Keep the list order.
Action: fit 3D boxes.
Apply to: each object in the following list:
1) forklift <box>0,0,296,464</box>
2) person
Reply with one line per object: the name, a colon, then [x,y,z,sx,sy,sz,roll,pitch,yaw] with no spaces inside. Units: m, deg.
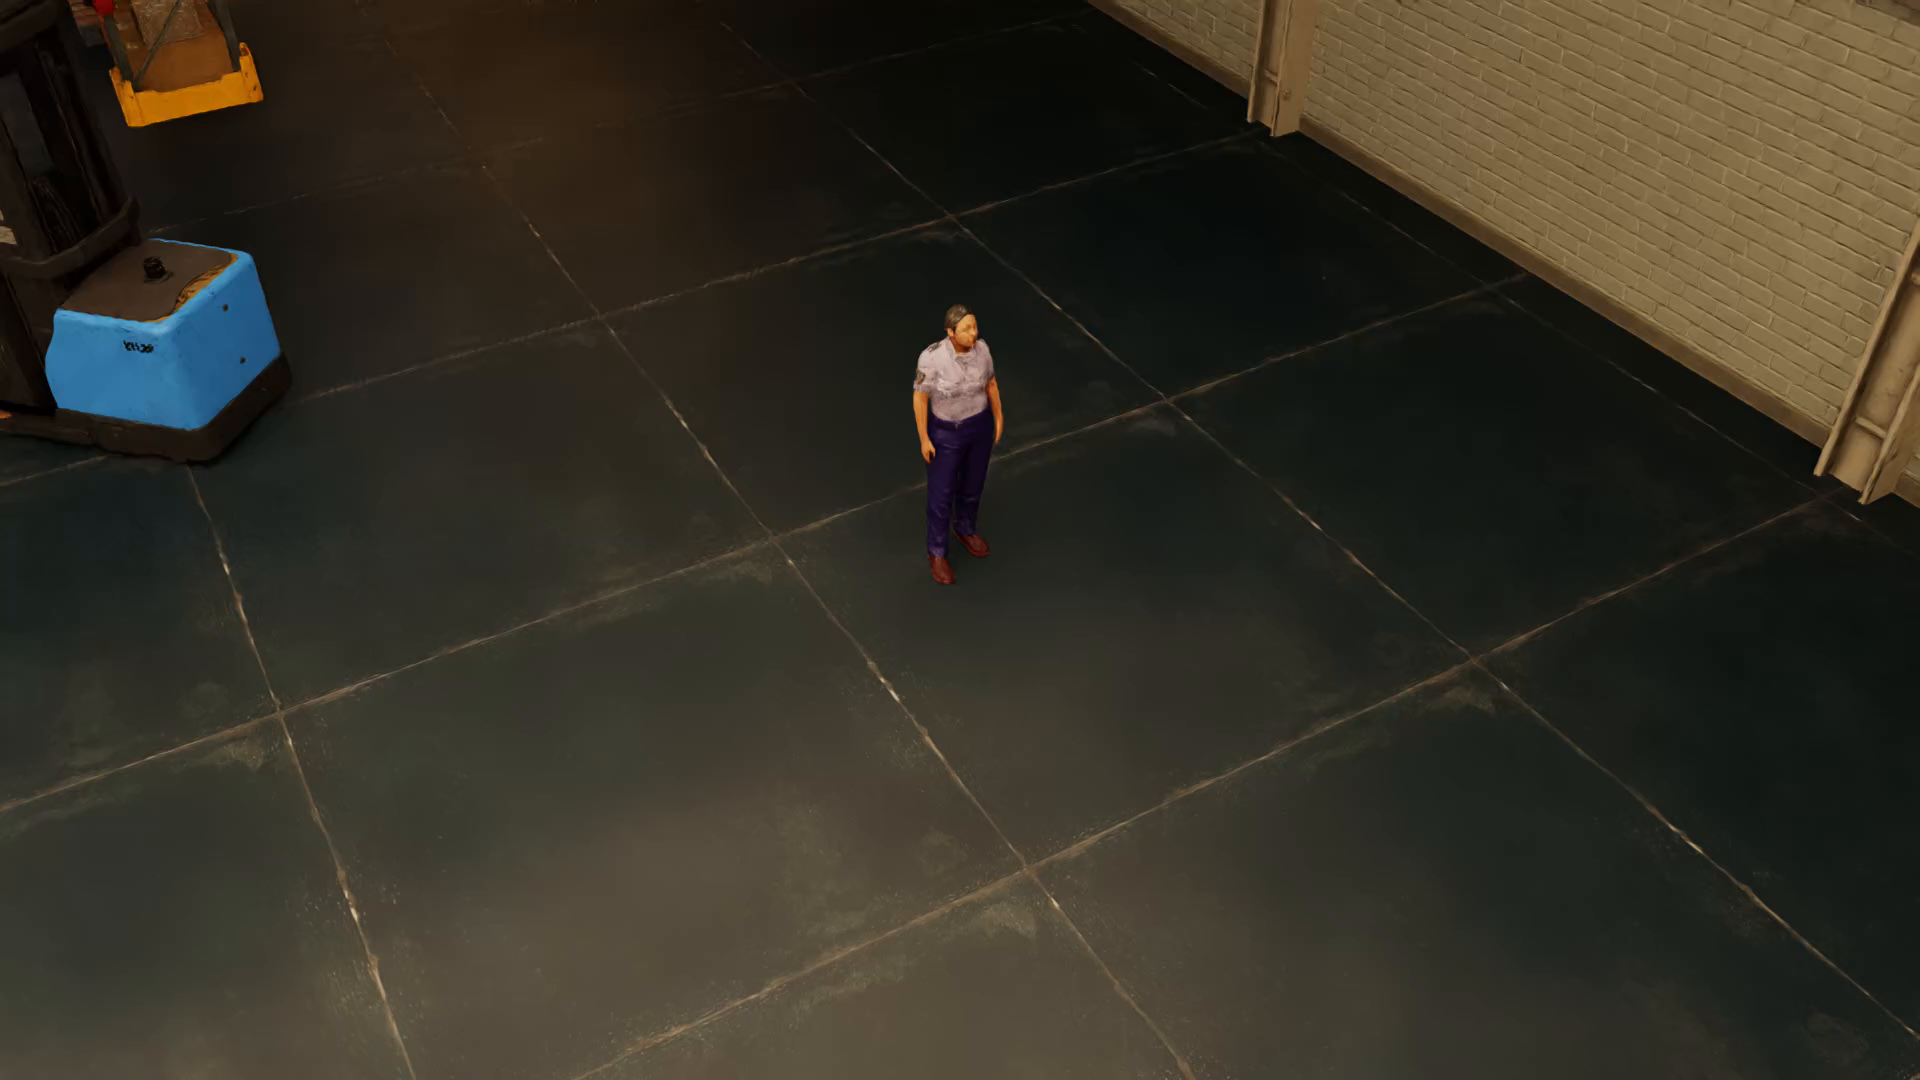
forklift: [-6.188,-2.140,10.617,3.031,2.935,1.130,10,41,11]
person: [0.025,-0.583,9.733,0.599,1.650,0.502,-20,44,-23]
